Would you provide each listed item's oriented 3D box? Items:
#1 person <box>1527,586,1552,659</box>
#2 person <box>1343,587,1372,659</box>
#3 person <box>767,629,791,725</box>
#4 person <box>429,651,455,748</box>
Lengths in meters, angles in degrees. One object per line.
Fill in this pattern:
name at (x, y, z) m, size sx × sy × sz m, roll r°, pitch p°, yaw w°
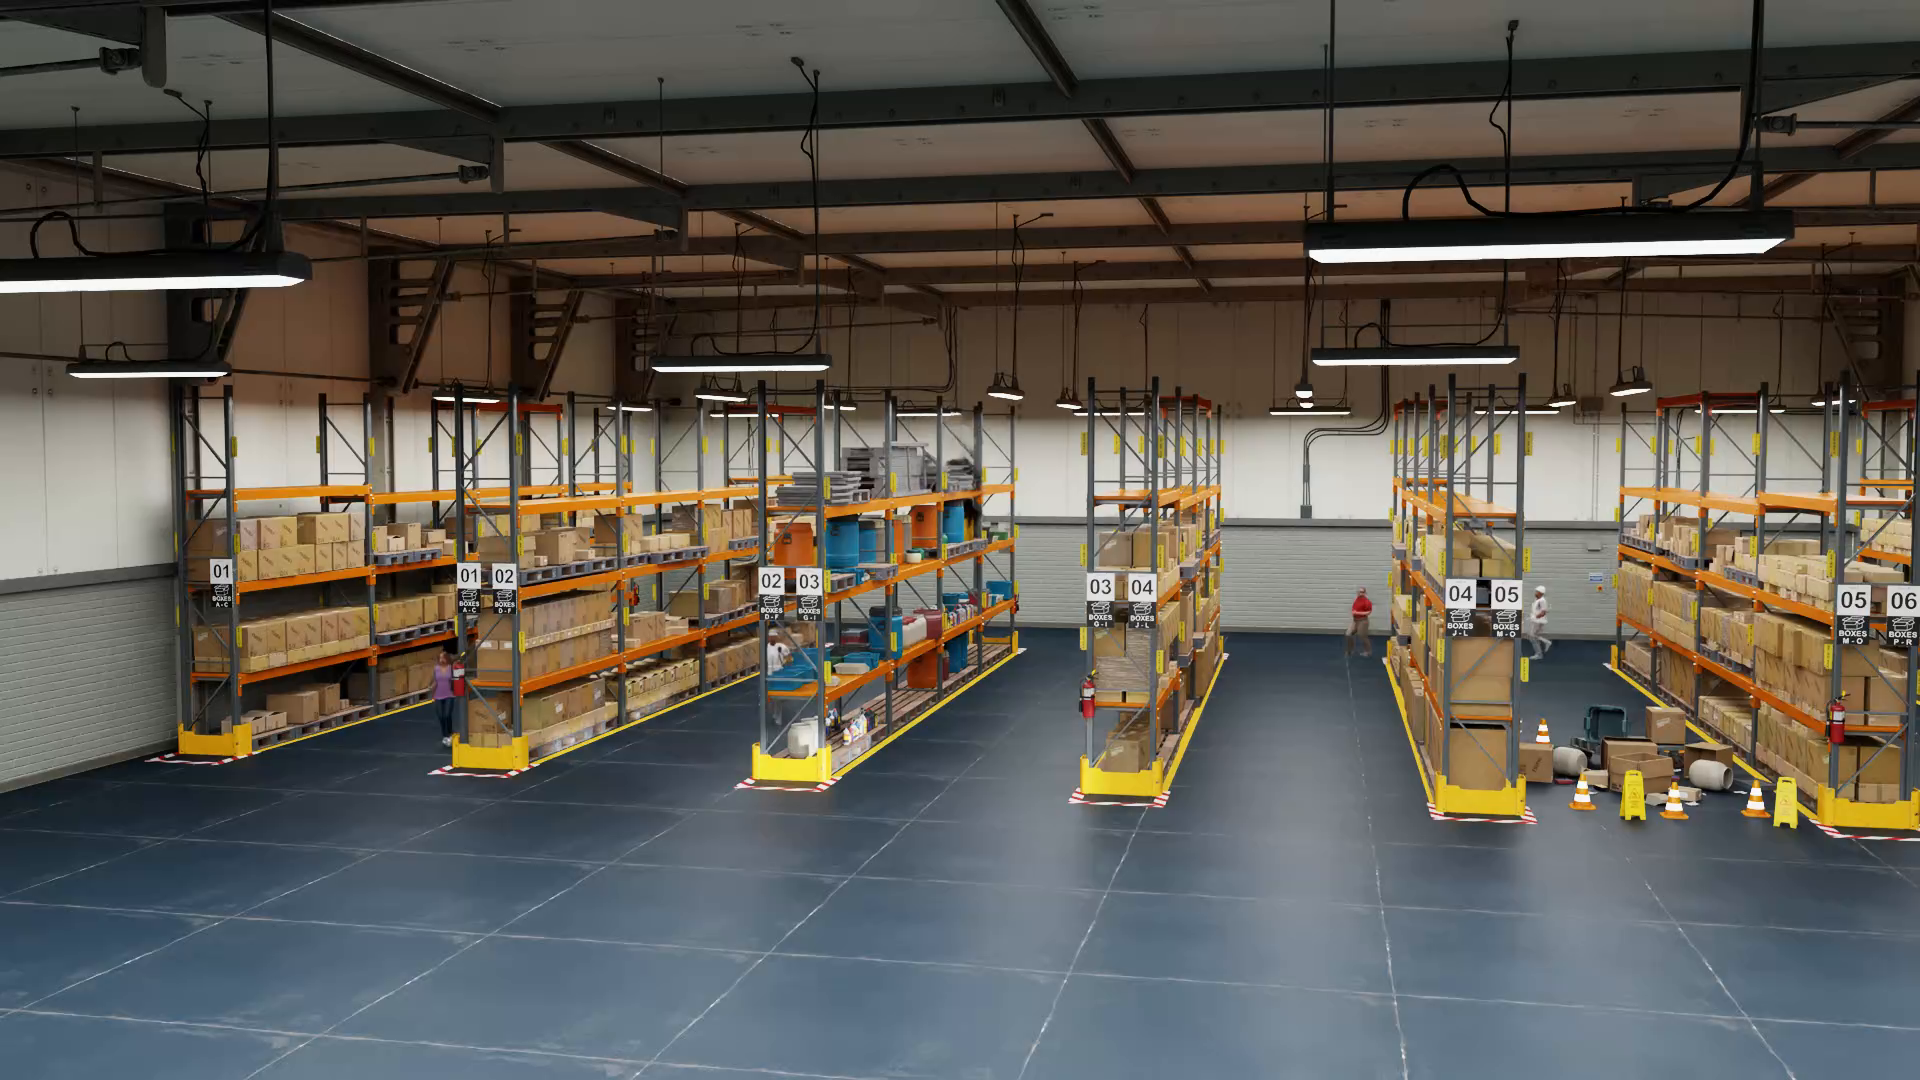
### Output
person at (13.666, 1.950, 39.204) m, size 0.605 × 1.740 × 0.687 m, roll 1°, pitch 3°, yaw 11°
person at (9.491, 1.987, 39.253) m, size 0.767 × 1.773 × 0.721 m, roll -2°, pitch 4°, yaw -28°
person at (-3.373, 2.480, 30.215) m, size 0.554 × 1.747 × 0.746 m, roll 0°, pitch 3°, yaw 6°
person at (-8.582, 2.657, 27.690) m, size 0.515 × 1.604 × 0.625 m, roll 0°, pitch 3°, yaw -2°
